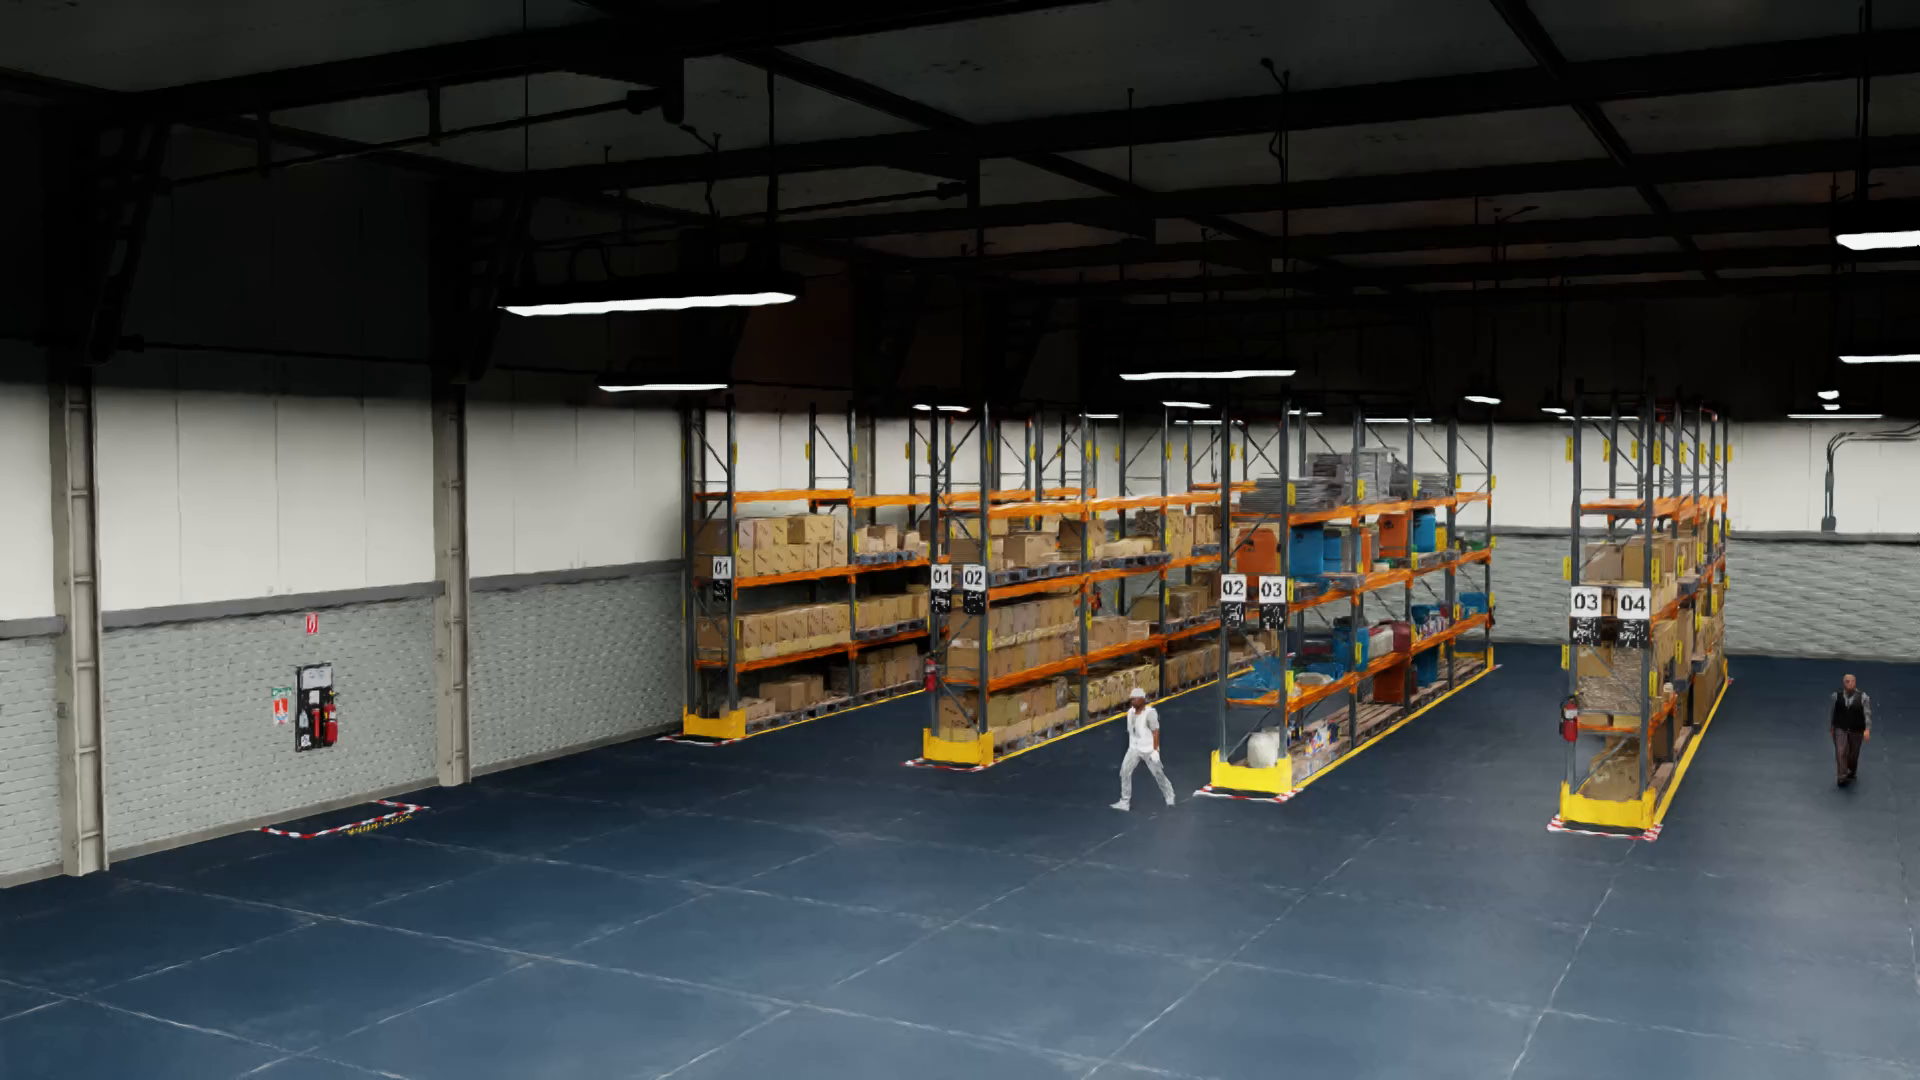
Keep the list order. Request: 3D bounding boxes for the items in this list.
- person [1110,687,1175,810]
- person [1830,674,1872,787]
[{"bbox_3d":[2.587,2.917,23.311,0.984,1.732,0.602,-3,4,-42],"label":"person"},{"bbox_3d":[13.405,2.849,25.028,0.555,1.673,1.029,2,3,27],"label":"person"}]
